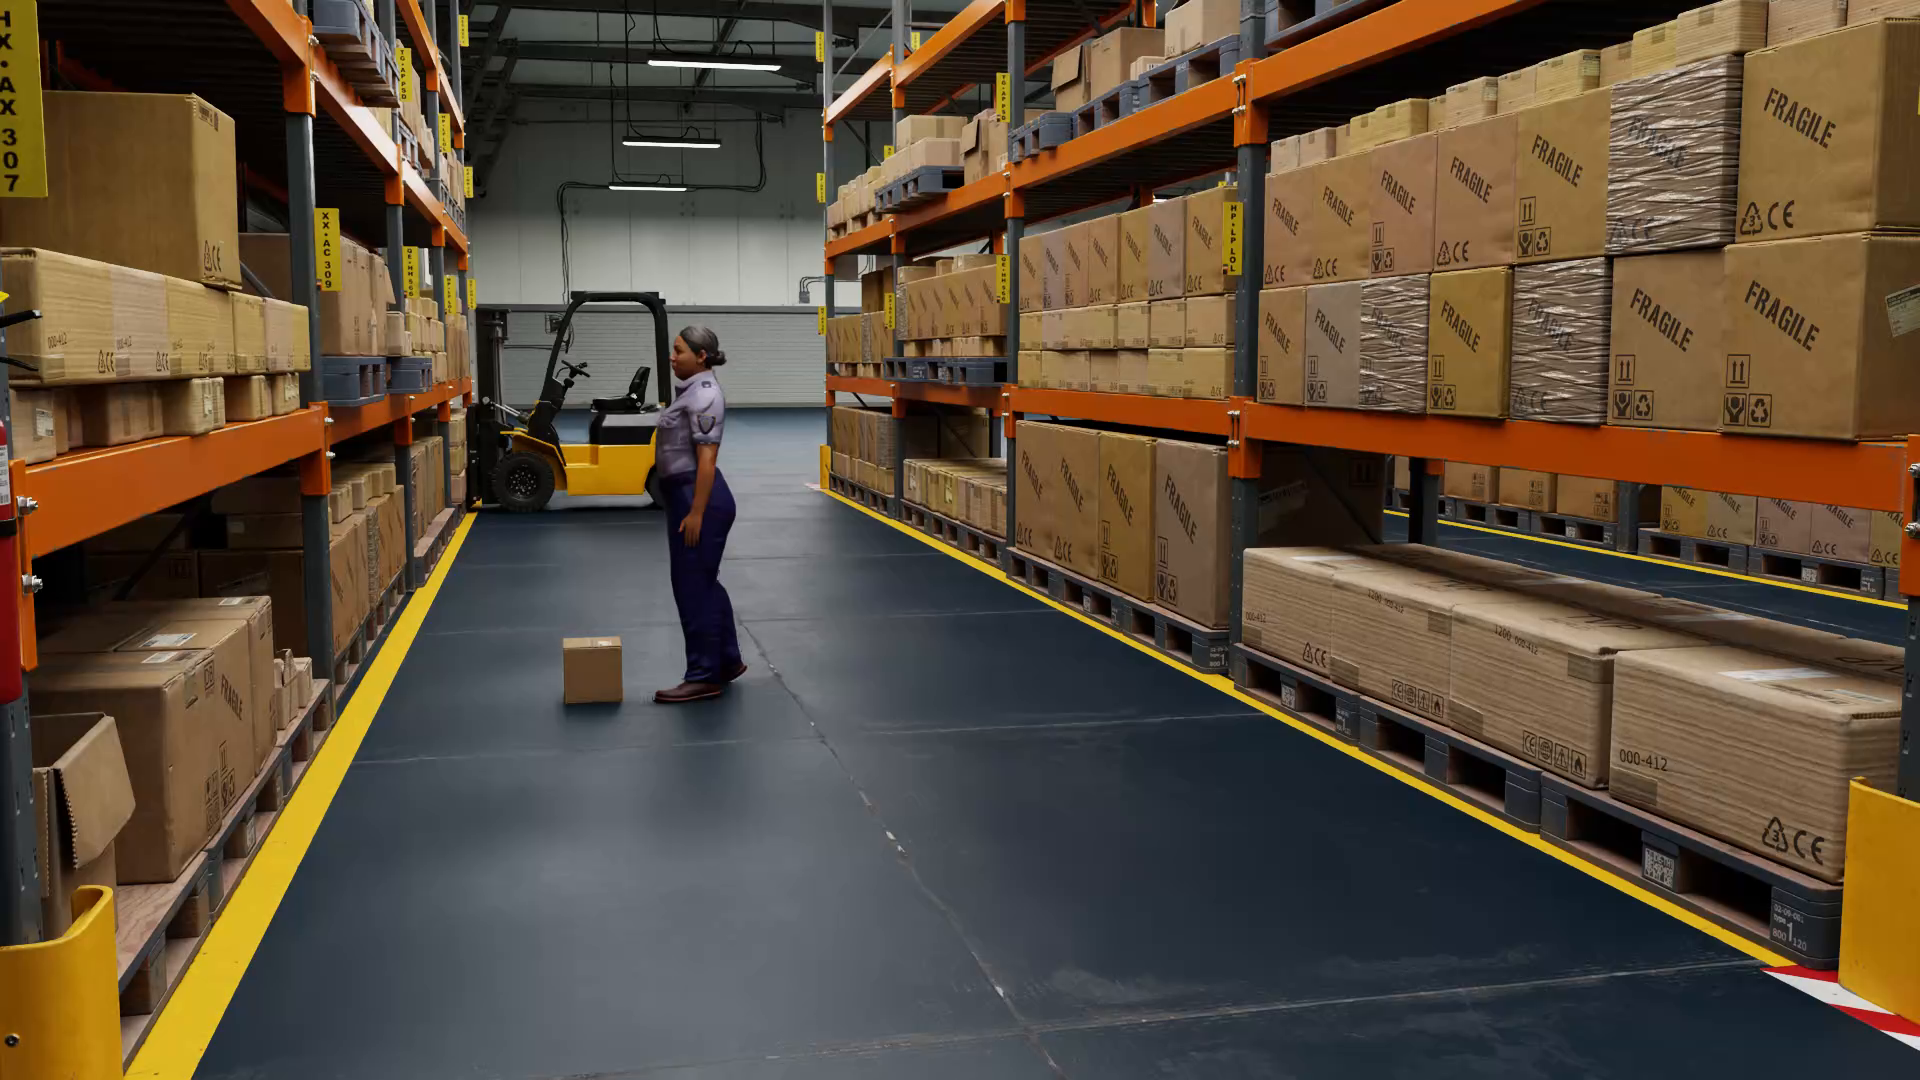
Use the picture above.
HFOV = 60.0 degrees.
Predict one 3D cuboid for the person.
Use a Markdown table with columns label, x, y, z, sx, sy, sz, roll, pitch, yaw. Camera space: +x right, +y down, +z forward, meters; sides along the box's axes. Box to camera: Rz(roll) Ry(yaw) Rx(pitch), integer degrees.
| label | x | y | z | sx | sy | sz | roll | pitch | yaw |
| --- | --- | --- | --- | --- | --- | --- | --- | --- | --- |
| person | -1.170 | -0.100 | 7.452 | 0.440 | 1.716 | 0.579 | -1 | 6 | -13 |
